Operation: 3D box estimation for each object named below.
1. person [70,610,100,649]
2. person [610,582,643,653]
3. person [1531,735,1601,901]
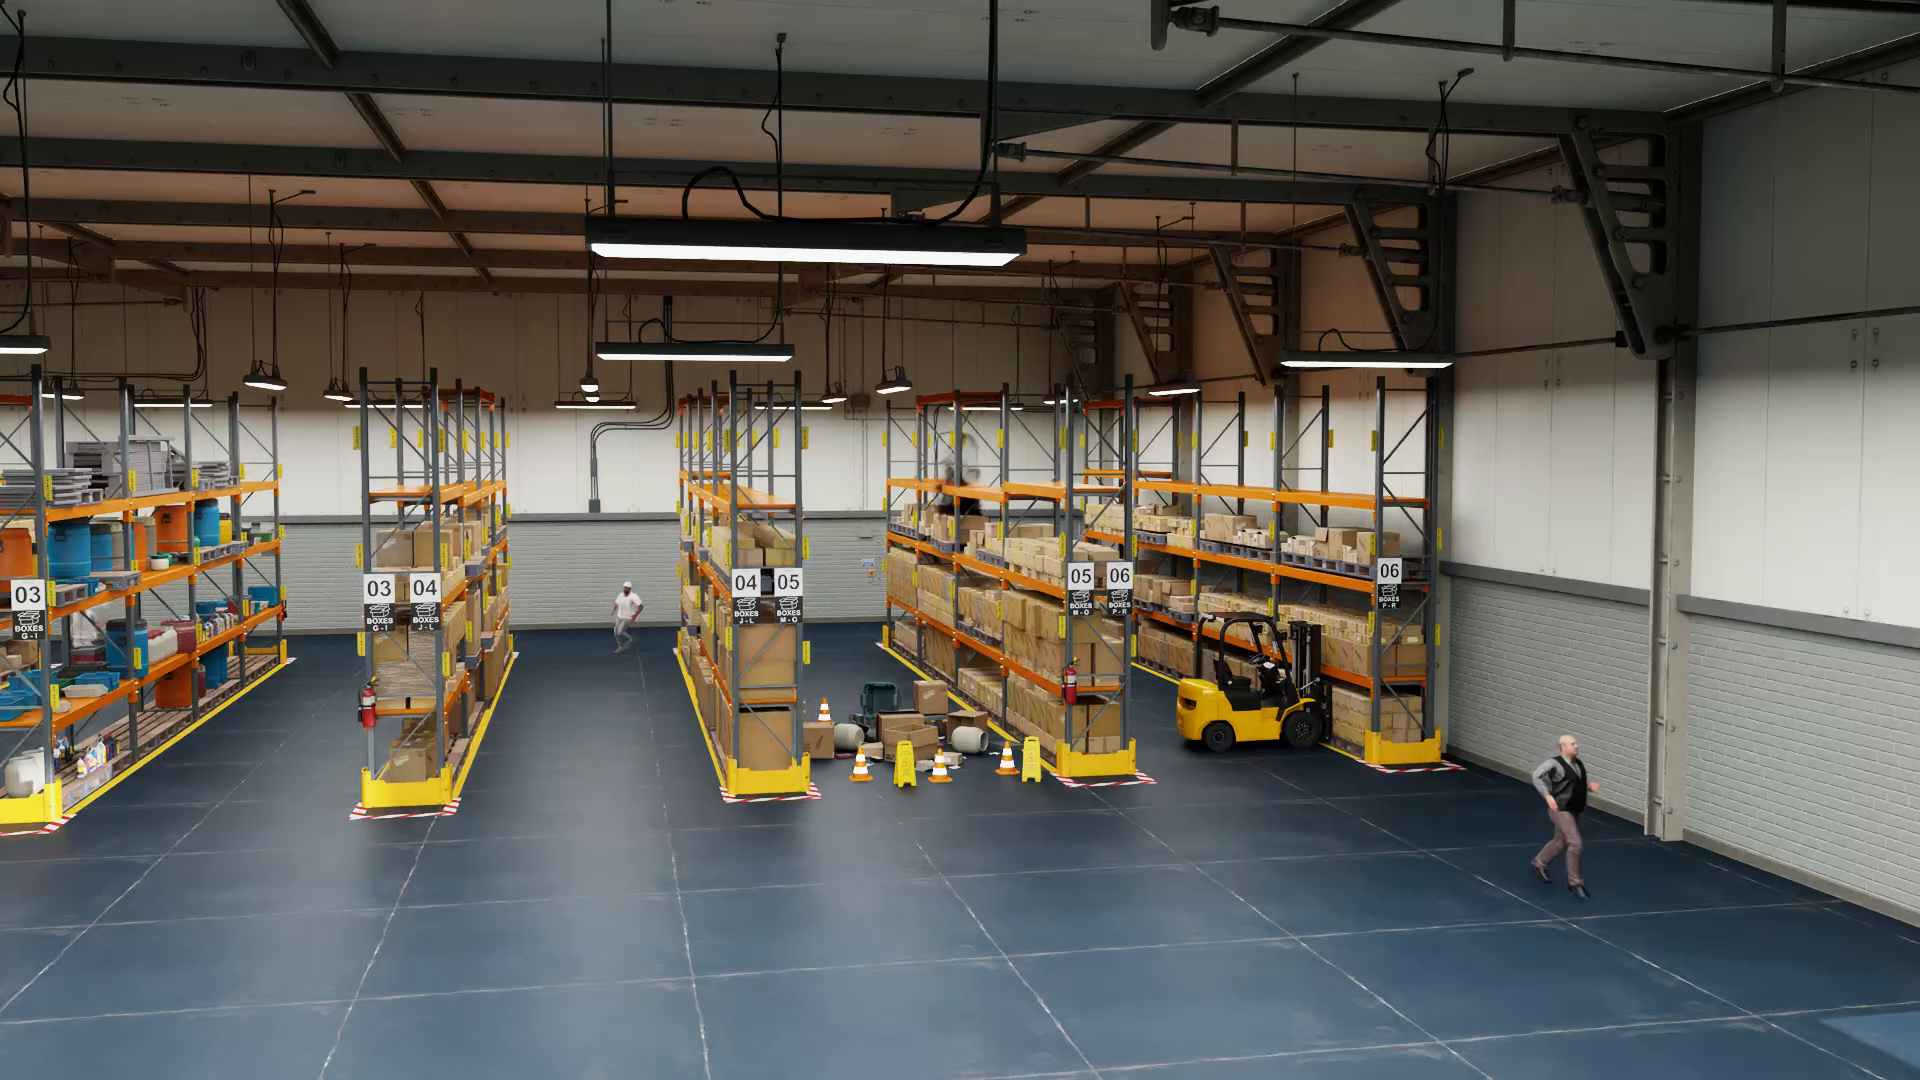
[{"bbox_3d":[-18.283,2.075,34.604,0.634,1.754,0.638,-1,4,-19],"label":"person"},{"bbox_3d":[-7.894,1.823,39.158,0.761,1.696,0.522,2,4,31],"label":"person"},{"bbox_3d":[6.701,3.043,18.447,0.645,1.779,0.820,-3,4,-39],"label":"person"}]
